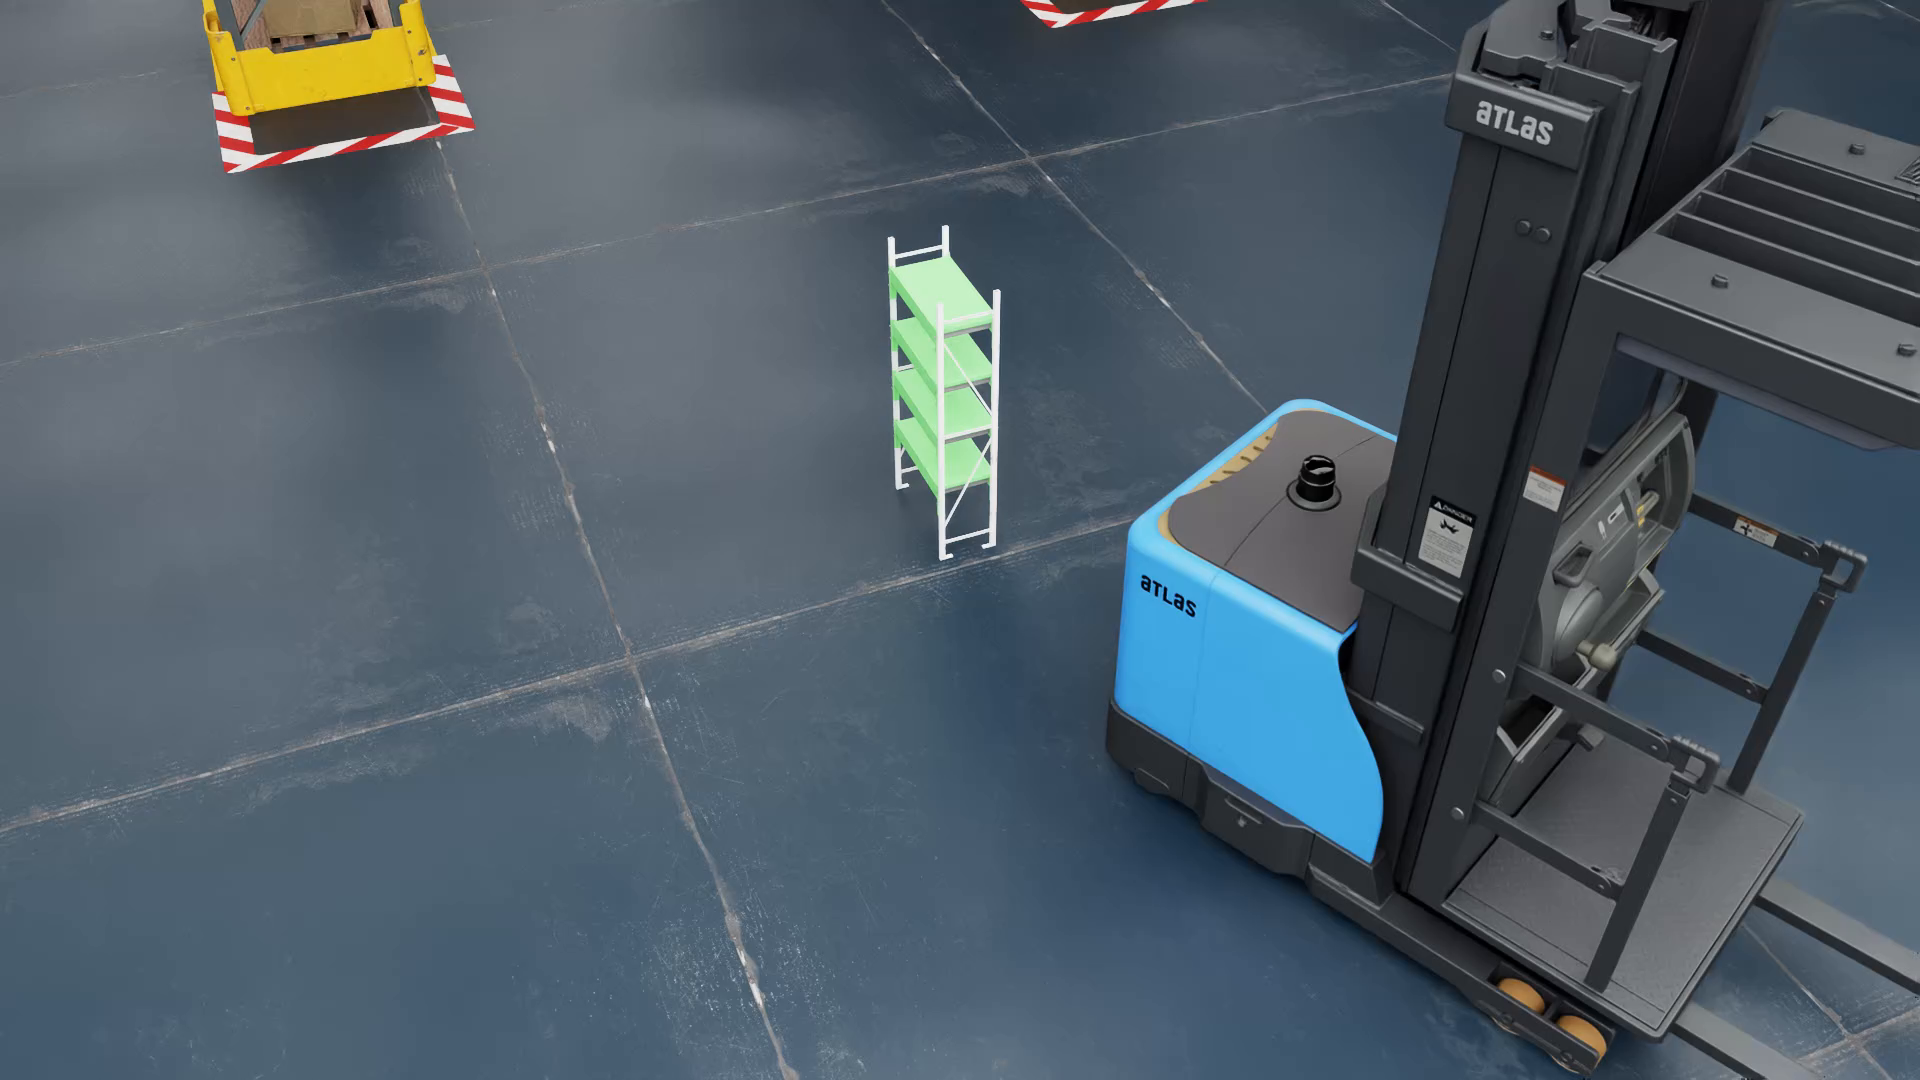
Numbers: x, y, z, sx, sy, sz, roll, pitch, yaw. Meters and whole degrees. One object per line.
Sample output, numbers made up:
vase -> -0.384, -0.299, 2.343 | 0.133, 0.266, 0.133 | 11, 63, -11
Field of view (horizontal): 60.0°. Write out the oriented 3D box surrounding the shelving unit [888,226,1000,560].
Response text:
shelving unit -> -0.063, -0.555, 6.475 | 0.258, 1.200, 0.503 | -15, 43, -17

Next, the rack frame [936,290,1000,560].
rack frame -> 0.030, -0.408, 6.304 | 0.240, 1.200, 0.015 | -15, 43, -17

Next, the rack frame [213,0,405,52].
rack frame -> -3.690, -3.773, 8.837 | 1.000, 3.000, 0.127 | -15, 43, -17

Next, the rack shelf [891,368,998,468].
rack shelf -> -0.063, -0.506, 6.516 | 0.258, 0.148, 0.480 | -15, 43, -17

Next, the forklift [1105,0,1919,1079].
forklift -> 1.941, 0.071, 4.420 | 3.031, 2.935, 1.130 | 30, 49, 30

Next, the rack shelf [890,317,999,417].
rack shelf -> -0.063, -0.688, 6.360 | 0.258, 0.148, 0.480 | -15, 43, -17

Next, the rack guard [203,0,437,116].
rack guard -> -3.719, -2.871, 9.706 | 1.175, 0.500, 0.348 | -15, 43, -17

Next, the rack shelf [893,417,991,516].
rack shelf -> -0.063, -0.324, 6.673 | 0.258, 0.148, 0.480 | -15, 43, -17

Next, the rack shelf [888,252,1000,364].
rack shelf -> -0.063, -0.870, 6.203 | 0.258, 0.148, 0.480 | -15, 43, -17

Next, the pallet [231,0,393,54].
pallet -> -3.997, -3.260, 10.379 | 1.003, 0.211, 1.213 | -15, 43, -17

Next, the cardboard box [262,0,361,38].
cardboard box -> -3.913, -3.365, 9.958 | 0.500, 0.500, 0.500 | -8, 41, -9

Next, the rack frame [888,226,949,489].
rack frame -> -0.157, -0.702, 6.646 | 0.240, 1.200, 0.015 | -15, 43, -17
